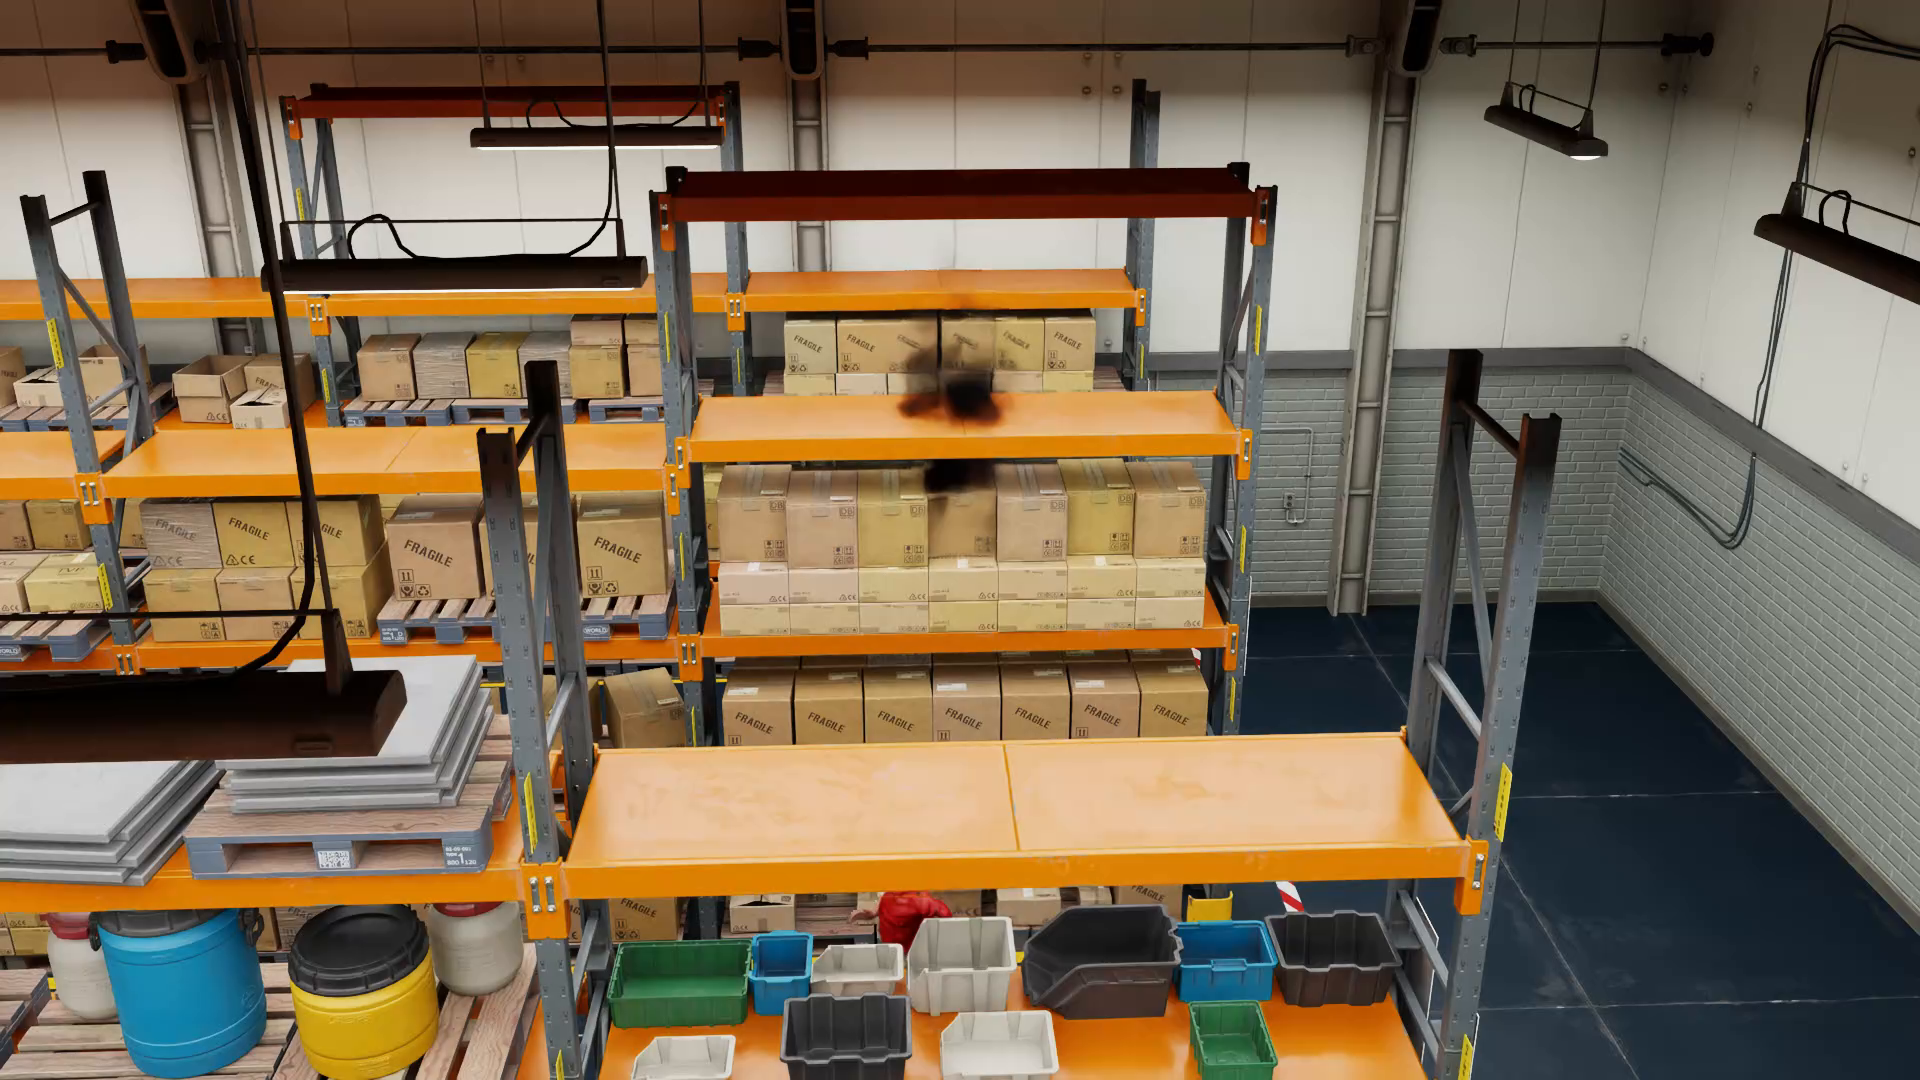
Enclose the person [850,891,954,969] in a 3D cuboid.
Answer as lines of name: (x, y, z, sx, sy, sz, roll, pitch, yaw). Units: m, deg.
person: (-0.319, 2.834, 11.312, 0.984, 1.726, 0.658, -6, 23, -15)
